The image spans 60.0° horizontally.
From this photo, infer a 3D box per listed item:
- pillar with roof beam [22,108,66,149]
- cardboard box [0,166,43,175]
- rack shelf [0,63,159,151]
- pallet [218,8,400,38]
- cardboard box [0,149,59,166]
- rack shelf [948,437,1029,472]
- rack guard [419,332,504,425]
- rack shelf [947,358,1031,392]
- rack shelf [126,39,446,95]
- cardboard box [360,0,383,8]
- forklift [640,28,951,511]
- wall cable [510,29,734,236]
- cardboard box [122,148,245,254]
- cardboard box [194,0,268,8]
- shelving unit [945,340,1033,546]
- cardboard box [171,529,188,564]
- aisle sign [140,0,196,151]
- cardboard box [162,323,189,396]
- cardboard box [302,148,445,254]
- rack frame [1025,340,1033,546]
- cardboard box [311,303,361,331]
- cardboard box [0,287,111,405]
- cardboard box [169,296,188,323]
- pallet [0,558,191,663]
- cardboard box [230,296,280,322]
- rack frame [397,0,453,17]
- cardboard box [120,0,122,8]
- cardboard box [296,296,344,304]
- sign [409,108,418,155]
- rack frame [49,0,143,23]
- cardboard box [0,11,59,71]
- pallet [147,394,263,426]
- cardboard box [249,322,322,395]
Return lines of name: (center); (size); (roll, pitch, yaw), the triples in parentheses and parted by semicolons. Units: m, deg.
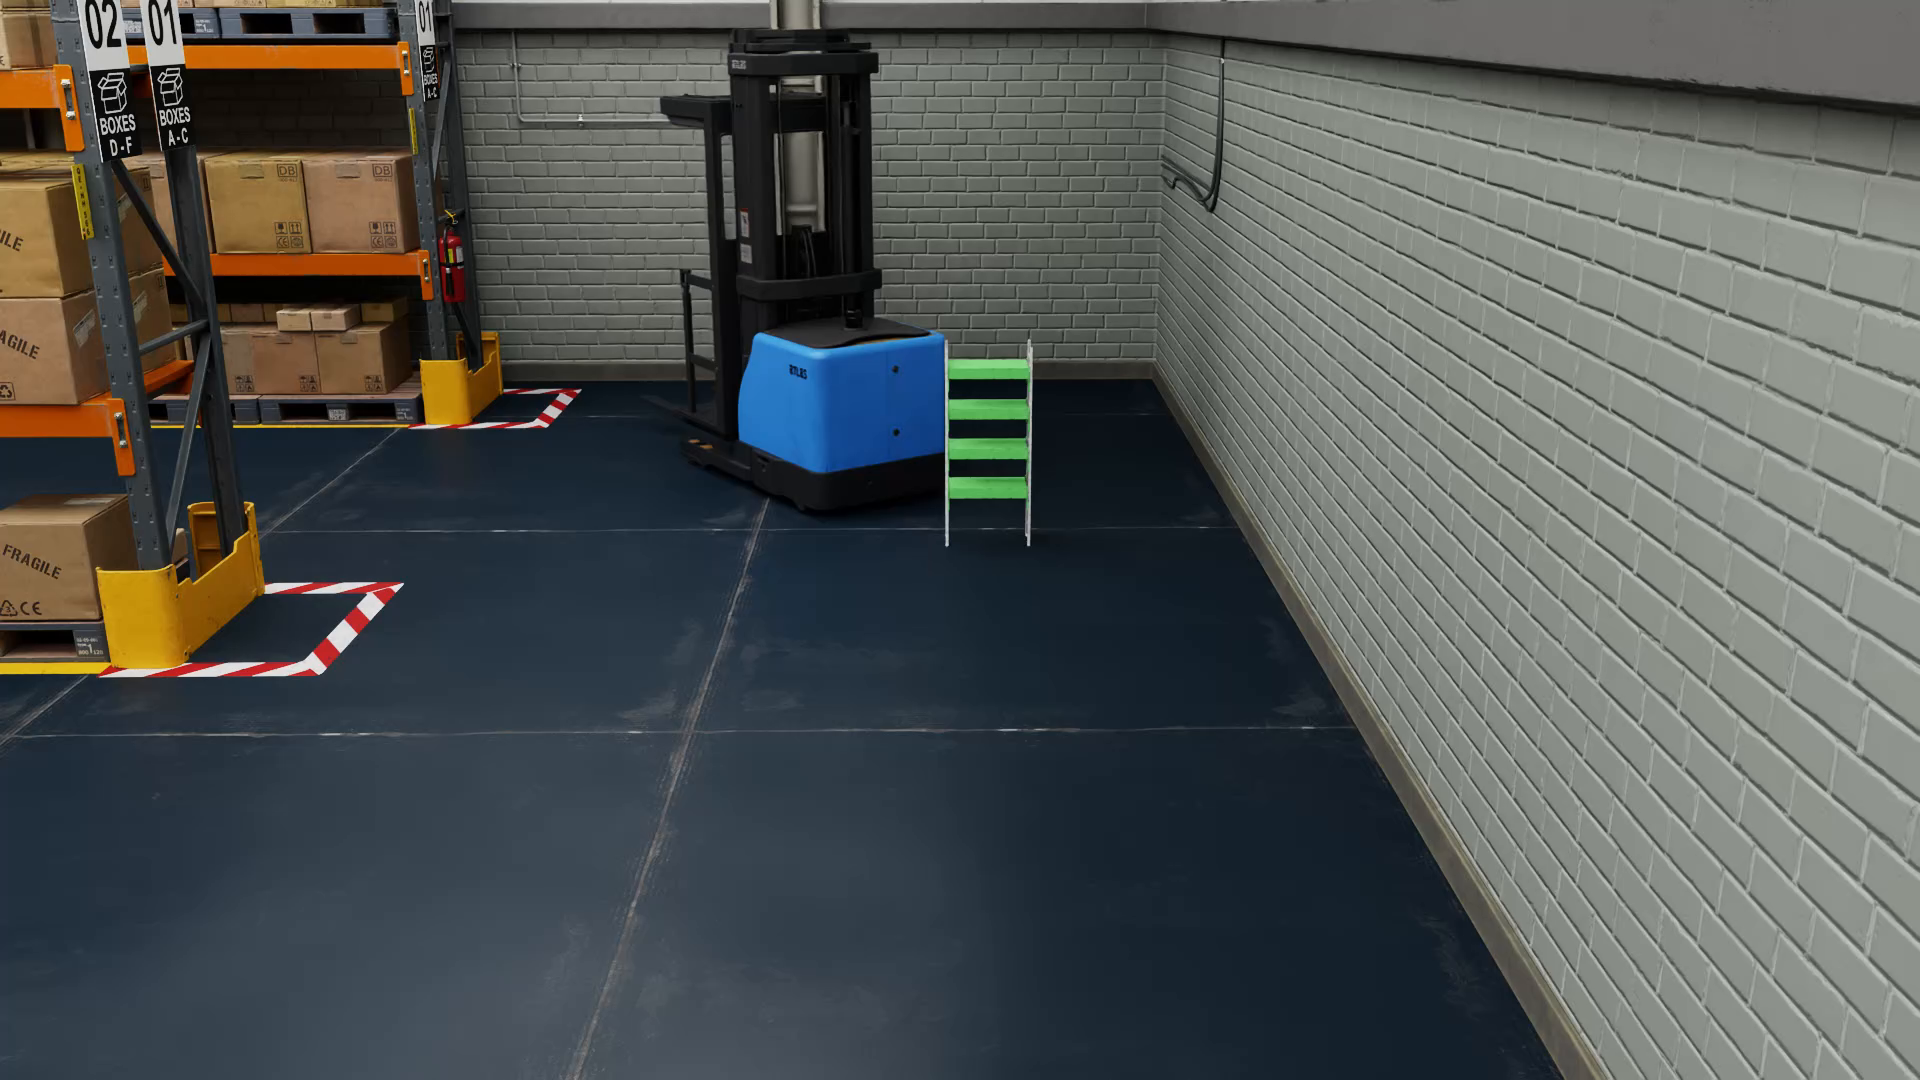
pillar with roof beam: (-7.240, -4.283, 8.668); (0.400, 9.000, 9.100); (0, 18, -1)
cardboard box: (-4.883, -1.577, 8.254); (0.500, 0.500, 0.500); (0, 18, 0)
rack shelf: (-5.912, -2.056, 7.814); (4.000, 0.370, 1.077); (0, 18, -1)
pallet: (-4.736, -3.872, 12.443); (1.213, 0.211, 1.003); (0, 18, -1)
cardboard box: (-7.451, -2.614, 12.795); (0.700, 0.700, 0.980); (0, 18, 0)
rack shelf: (0.166, -0.511, 9.886); (0.480, 0.148, 0.258); (0, 18, -1)
rack guard: (-3.970, -1.303, 13.291); (0.348, 0.500, 1.175); (0, 18, -1)
rack shelf: (0.166, -0.968, 9.740); (0.480, 0.148, 0.258); (0, 18, -1)
rack shelf: (-5.994, -3.569, 12.530); (4.000, 0.370, 1.077); (0, 18, -1)
cardboard box: (-4.728, -4.169, 12.617); (0.500, 0.250, 0.500); (1, 18, 2)
forklift: (-1.318, -1.970, 11.389); (1.130, 2.935, 3.031); (-12, 21, -33)
wall cable: (-2.729, -3.272, 13.673); (1.851, 1.984, 0.084); (0, 18, -1)
cardboard box: (-5.994, -2.623, 12.821); (0.700, 0.700, 0.980); (-1, 18, -4)
cardboard box: (-5.243, -4.010, 12.121); (0.500, 0.250, 0.500); (-1, 18, -3)
shelving unit: (0.166, -0.572, 9.867); (0.503, 1.200, 0.258); (0, 18, -1)
cardboard box: (-4.337, 0.065, 8.882); (0.250, 0.149, 0.380); (0, 18, -1)
aisle sign: (-3.849, -2.308, 8.076); (0.004, 0.787, 0.394); (0, 18, -1)
cardboard box: (-6.229, -1.459, 13.090); (0.500, 0.500, 0.700); (0, 18, 0)
cardboard box: (-4.504, -2.630, 12.846); (0.700, 0.700, 0.980); (1, 18, 2)
rack frame: (0.409, -0.573, 9.870); (0.015, 1.200, 0.240); (0, 18, -1)
cardboard box: (-4.818, -1.721, 12.846); (0.250, 0.149, 0.380); (0, 18, -2)
cardboard box: (-4.356, -0.943, 7.911); (0.500, 0.500, 0.500); (0, 18, 1)
cardboard box: (-6.092, -1.832, 13.190); (0.250, 0.149, 0.380); (-1, 18, -2)
pallet: (-4.786, 0.352, 8.604); (1.213, 0.211, 1.003); (0, 18, -1)
cardboard box: (-5.582, -1.834, 13.198); (0.250, 0.149, 0.380); (0, 18, 0)
rack frame: (-3.994, -5.350, 11.992); (0.127, 3.000, 1.000); (0, 18, -1)
cardboard box: (-6.276, -4.004, 12.102); (0.500, 0.250, 0.500); (-1, 18, -2)
cardboard box: (-5.077, -1.837, 13.205); (0.250, 0.149, 0.380); (0, 18, -1)
sign: (-4.000, -2.991, 12.179); (0.005, 0.325, 0.100); (0, 18, -1)
rack frame: (-3.912, -3.837, 7.276); (0.127, 3.000, 1.000); (0, 18, -1)
cardboard box: (-4.422, -2.254, 7.498); (0.500, 0.250, 0.500); (0, 18, -1)
pallet: (-6.009, -1.133, 13.233); (1.213, 0.211, 1.003); (0, 18, -1)
cardboard box: (-5.193, -1.466, 13.113); (0.500, 0.500, 0.700); (0, 18, -1)
